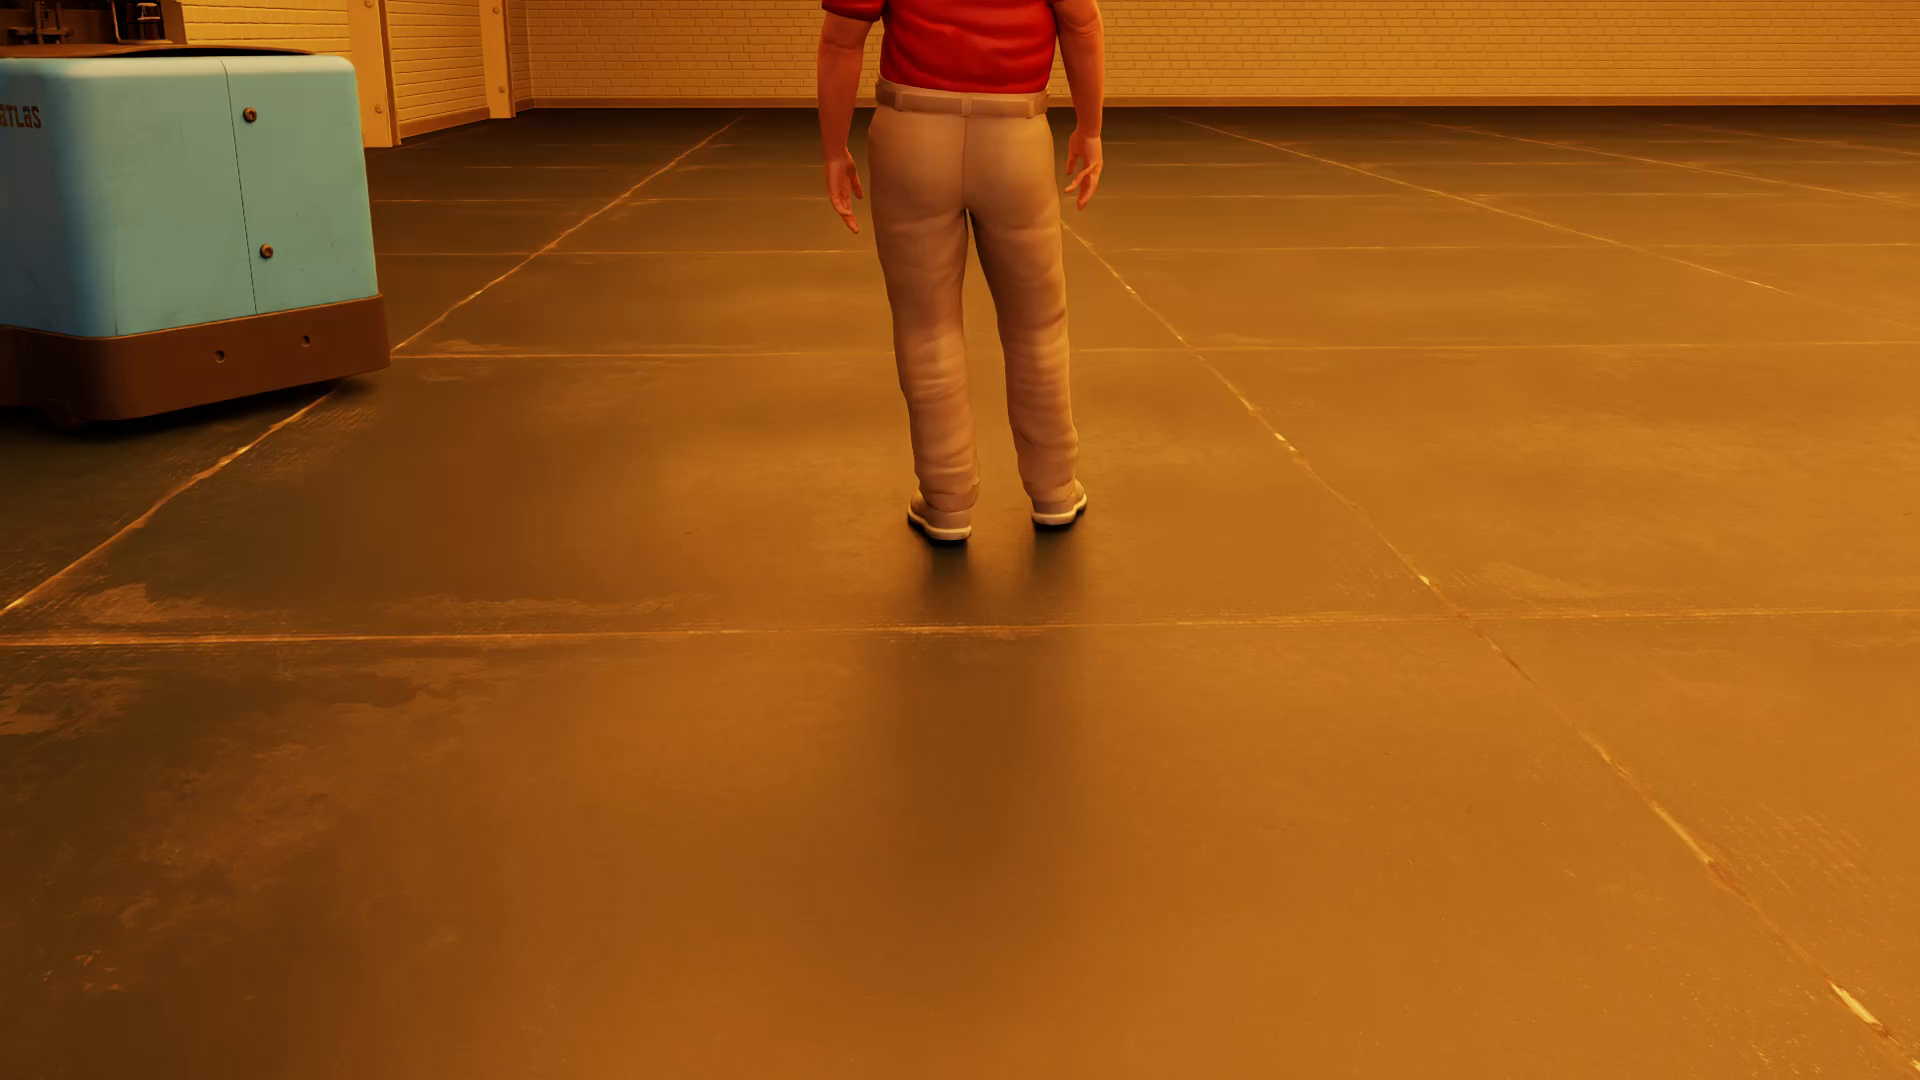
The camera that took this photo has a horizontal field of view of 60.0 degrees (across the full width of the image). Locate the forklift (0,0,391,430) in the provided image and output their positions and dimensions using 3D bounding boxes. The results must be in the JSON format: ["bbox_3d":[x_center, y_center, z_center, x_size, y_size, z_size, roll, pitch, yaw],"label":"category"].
[{"bbox_3d":[-3.429,-2.032,5.549,3.031,2.935,1.130,11,20,31],"label":"forklift"}]

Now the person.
[{"bbox_3d":[0.008,-0.859,3.749,0.640,1.727,0.551,-1,17,-3],"label":"person"}]
